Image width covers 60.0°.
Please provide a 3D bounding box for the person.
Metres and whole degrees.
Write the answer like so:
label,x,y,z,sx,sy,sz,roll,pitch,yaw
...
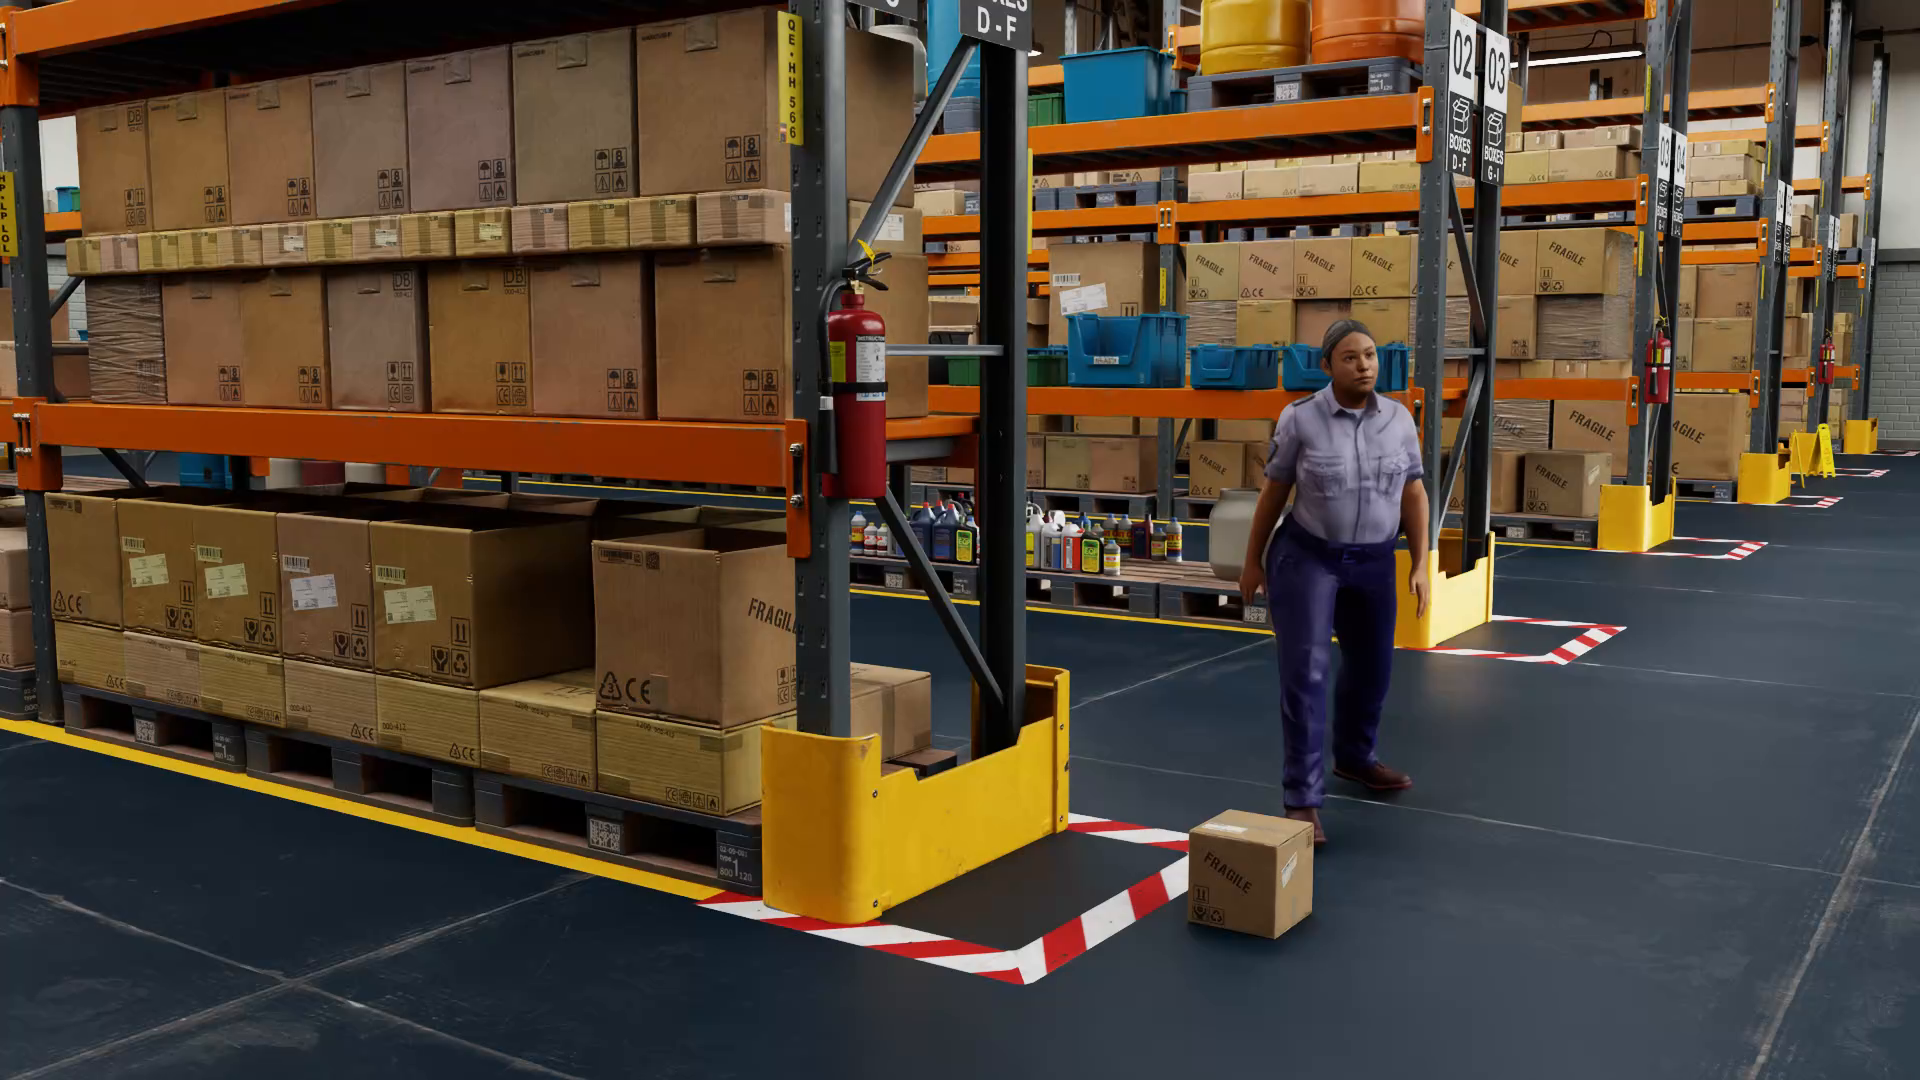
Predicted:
label,x,y,z,sx,sy,sz,roll,pitch,yaw
person,1.246,0.100,5.335,0.660,1.577,0.786,-1,7,-13
